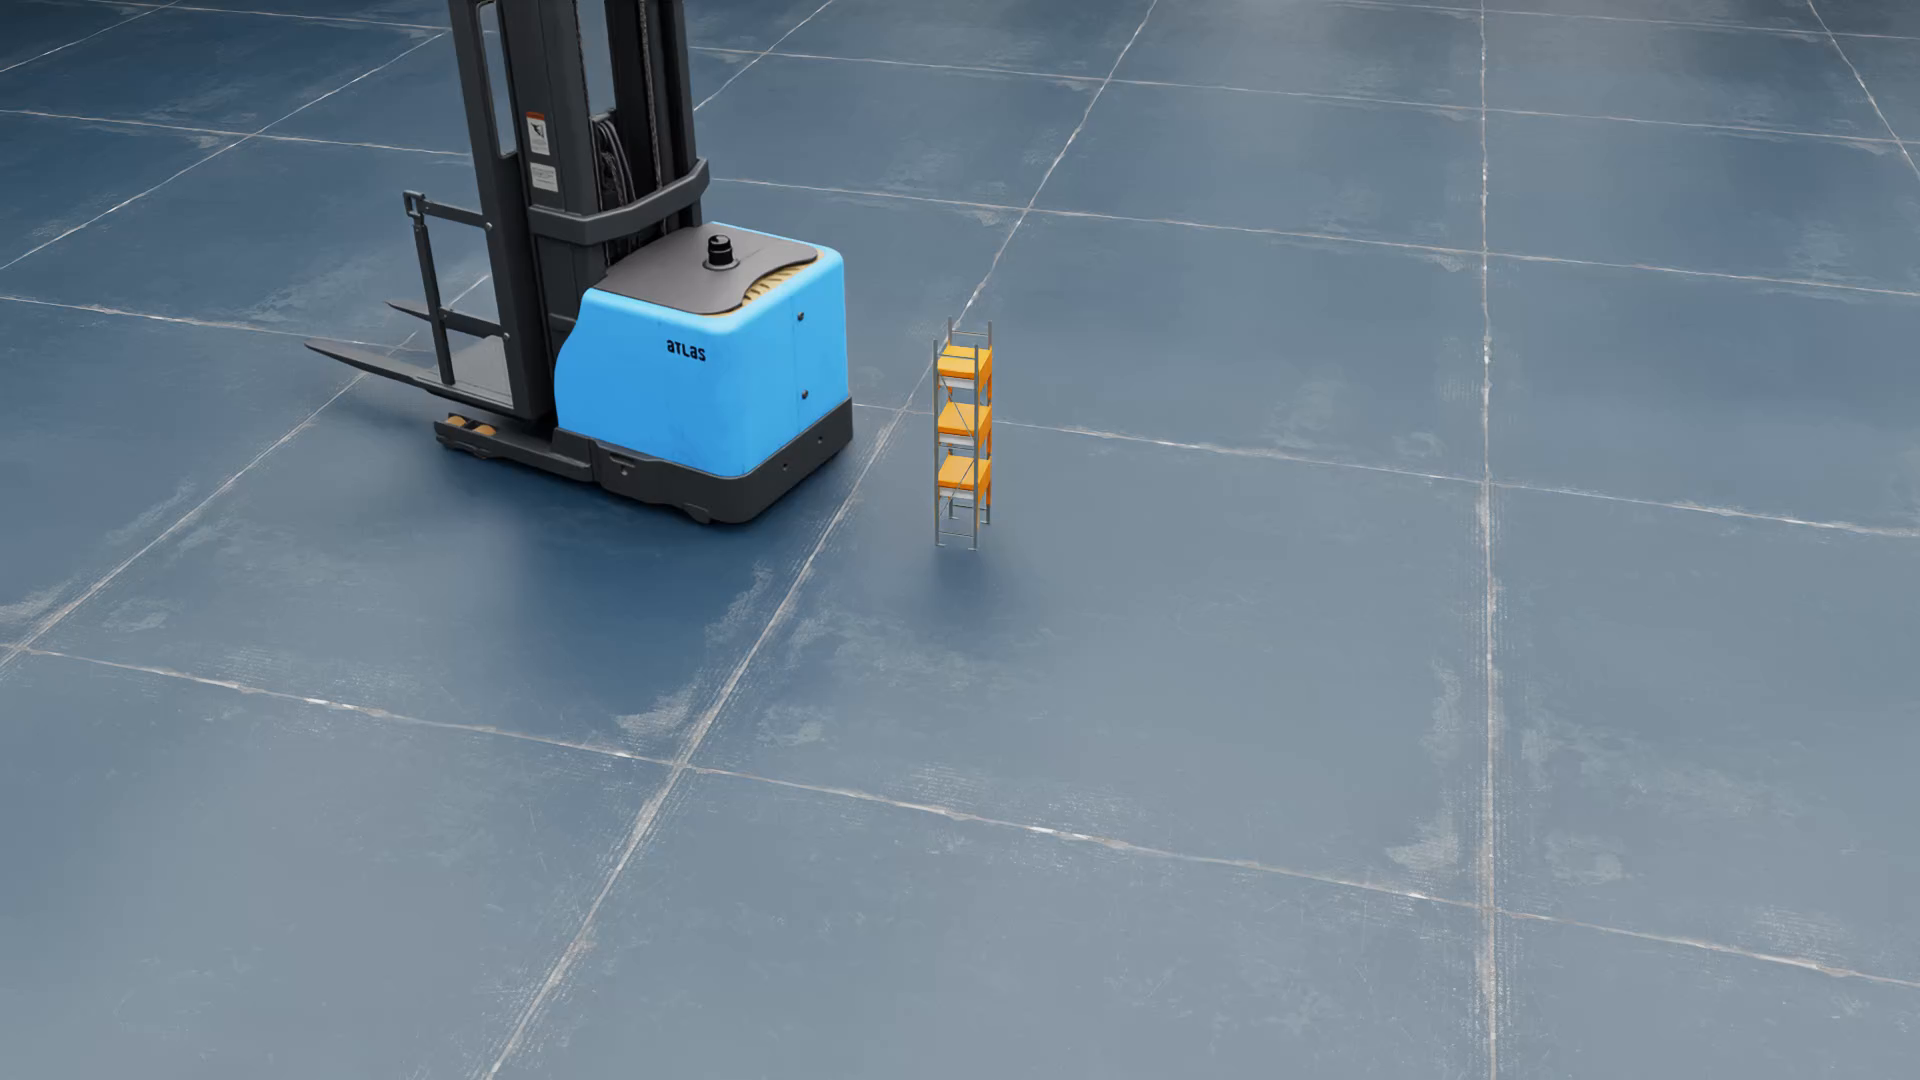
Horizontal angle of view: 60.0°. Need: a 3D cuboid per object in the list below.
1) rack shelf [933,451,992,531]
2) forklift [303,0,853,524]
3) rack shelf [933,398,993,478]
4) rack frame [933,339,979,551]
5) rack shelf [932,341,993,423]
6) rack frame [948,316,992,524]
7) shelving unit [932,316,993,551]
[{"bbox_3d":[0.014,-0.227,7.667,0.215,0.259,0.240,8,33,12],"label":"rack shelf"},{"bbox_3d":[-2.080,-1.876,7.969,3.031,2.935,1.130,17,36,24],"label":"forklift"},{"bbox_3d":[0.014,-0.462,7.518,0.215,0.259,0.240,8,33,12],"label":"rack shelf"},{"bbox_3d":[-0.017,-0.408,7.412,0.200,1.050,0.008,8,33,12],"label":"rack frame"},{"bbox_3d":[0.014,-0.701,7.365,0.215,0.259,0.240,8,33,12],"label":"rack shelf"},{"bbox_3d":[0.045,-0.534,7.612,0.200,1.050,0.008,8,33,12],"label":"rack frame"},{"bbox_3d":[0.014,-0.471,7.512,0.215,1.050,0.252,8,33,12],"label":"shelving unit"}]
